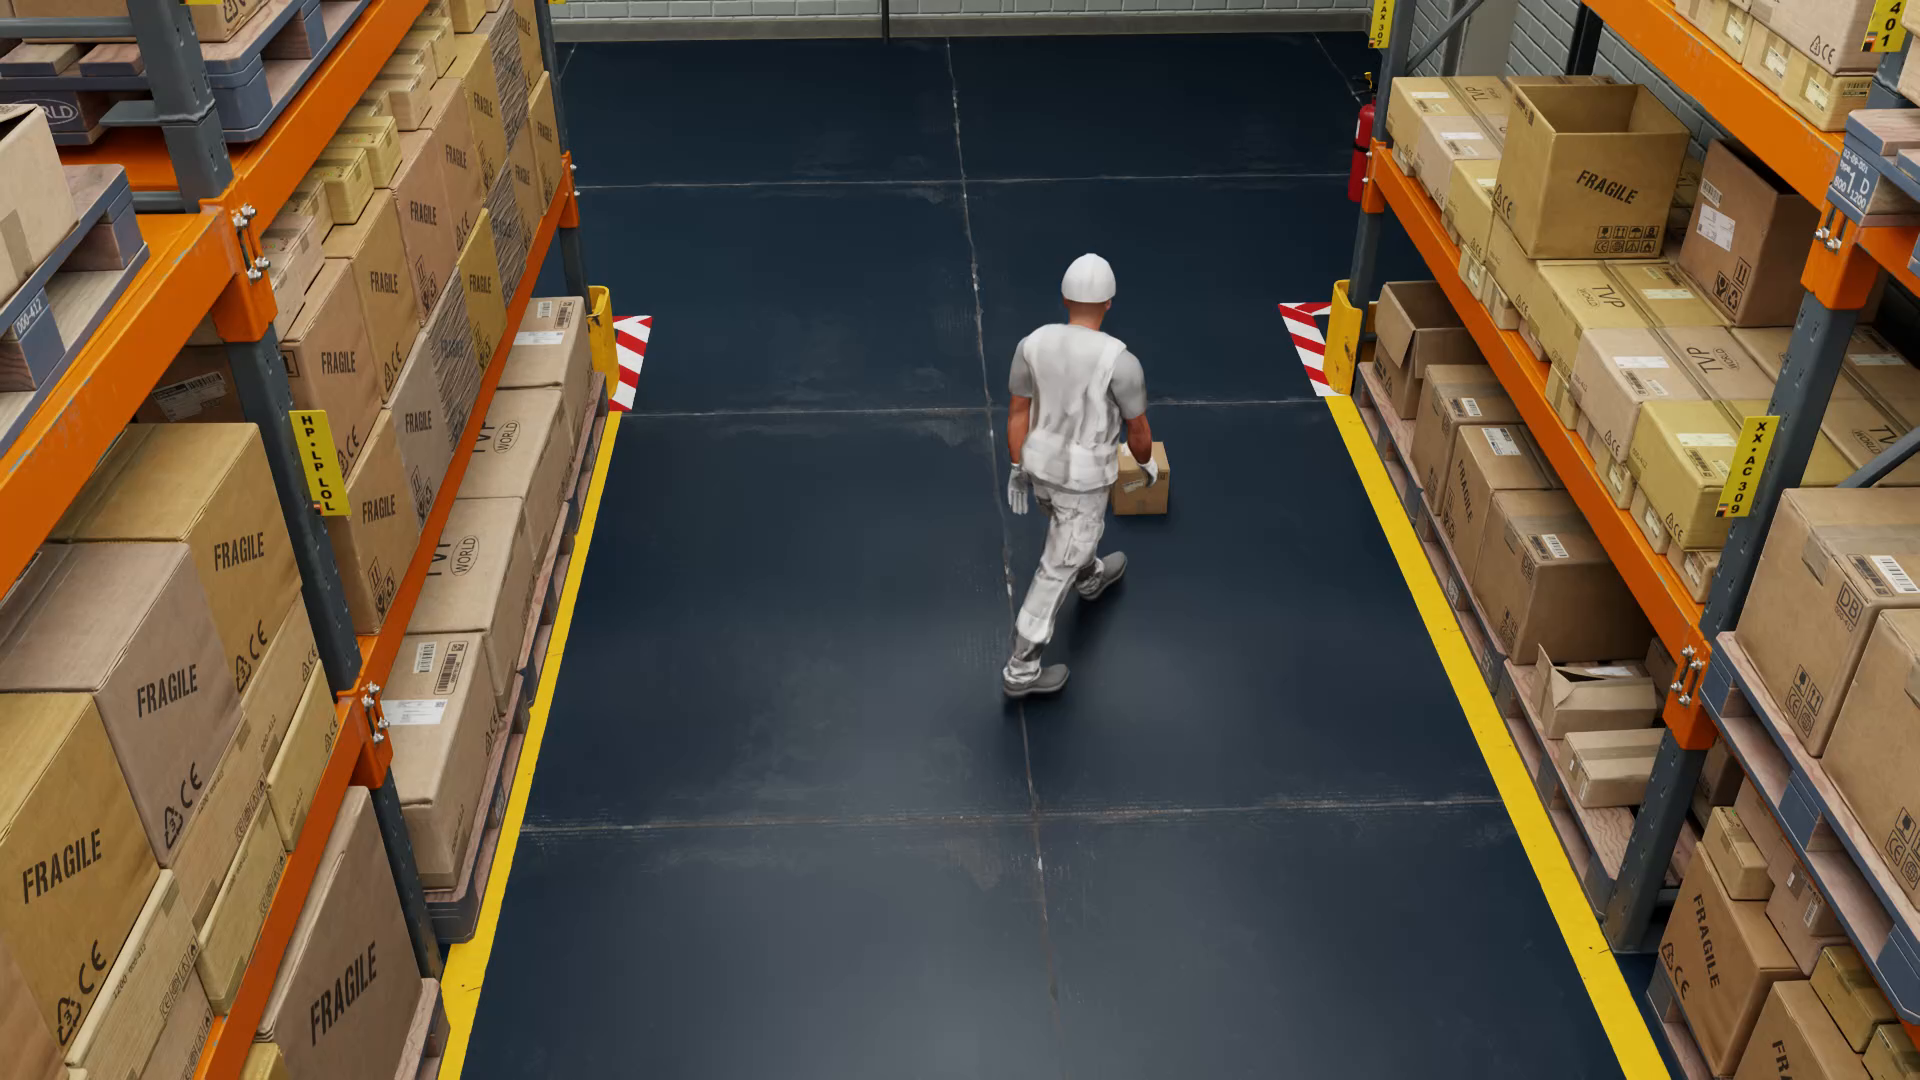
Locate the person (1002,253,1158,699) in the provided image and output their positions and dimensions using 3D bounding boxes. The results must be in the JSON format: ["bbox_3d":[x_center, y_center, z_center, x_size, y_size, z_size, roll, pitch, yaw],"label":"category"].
[{"bbox_3d":[0.477,-0.295,6.556,0.526,1.725,1.045,26,42,32],"label":"person"}]
